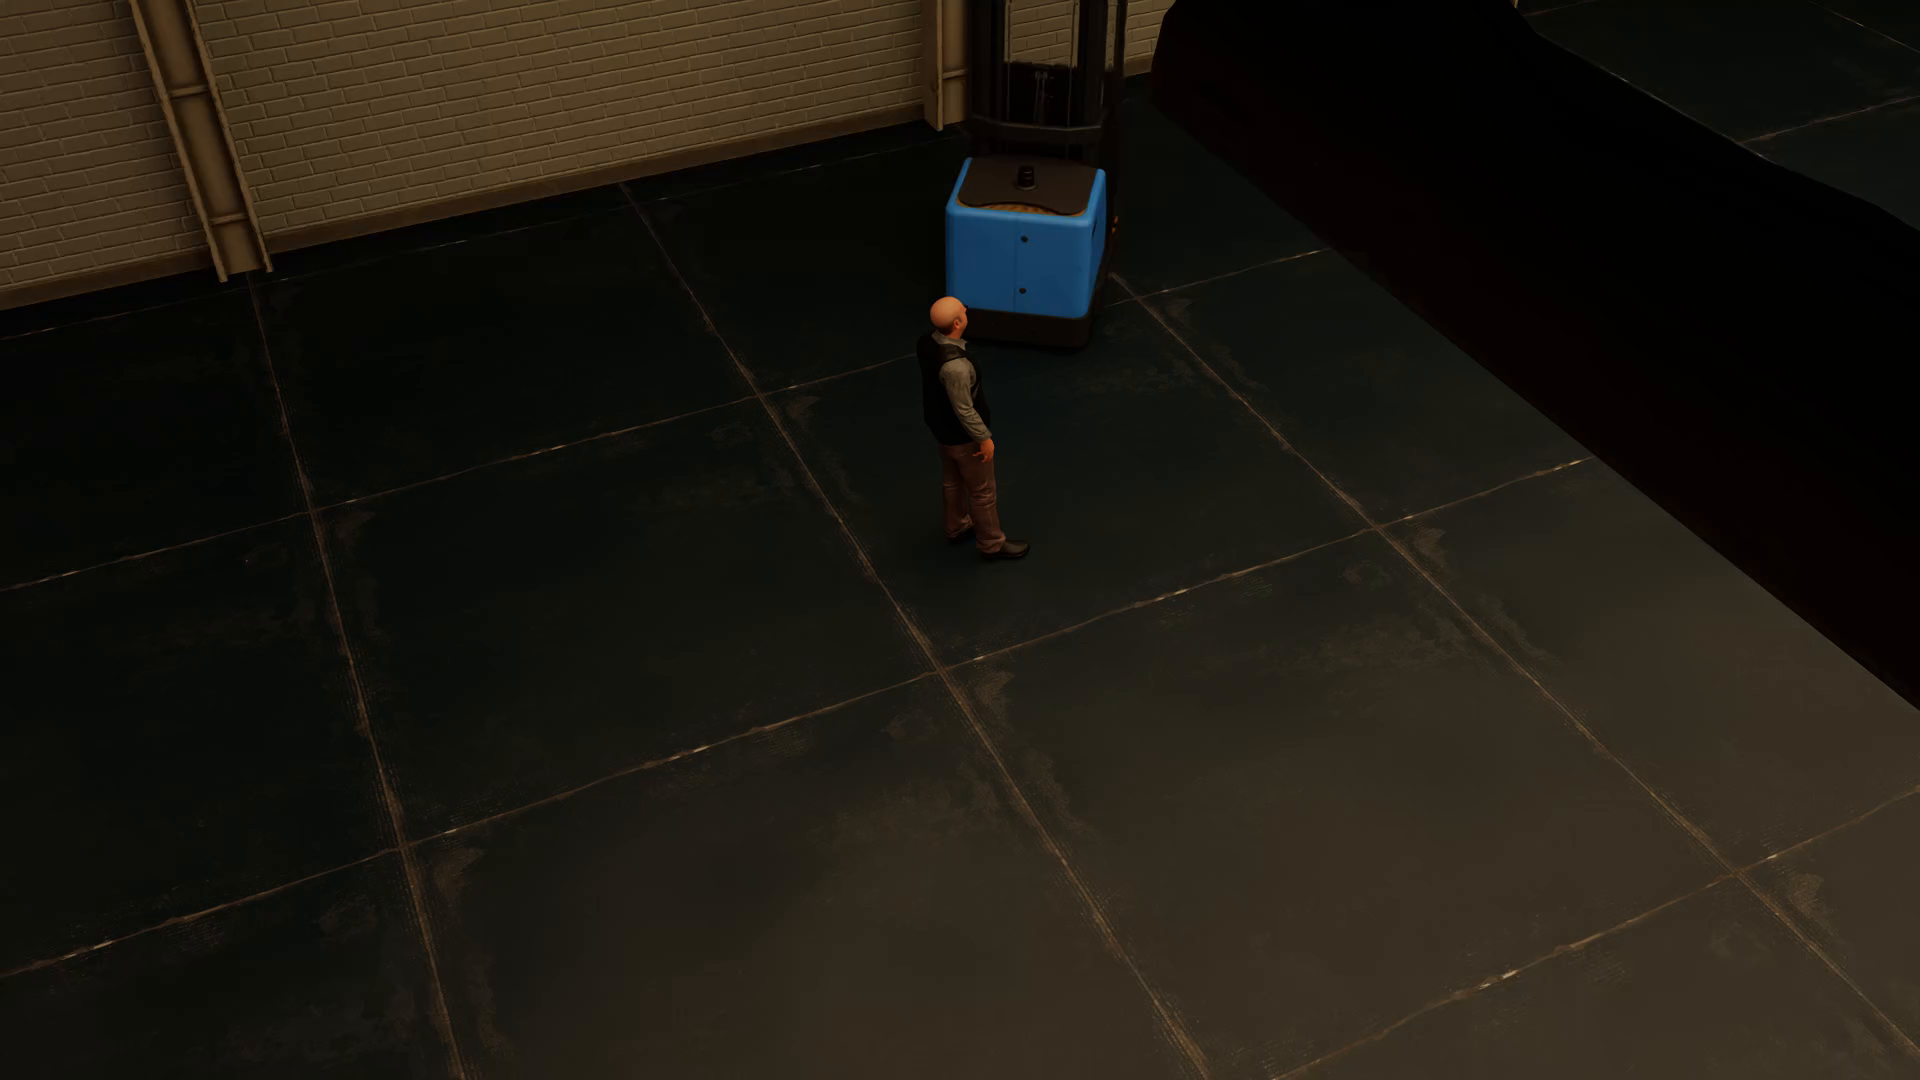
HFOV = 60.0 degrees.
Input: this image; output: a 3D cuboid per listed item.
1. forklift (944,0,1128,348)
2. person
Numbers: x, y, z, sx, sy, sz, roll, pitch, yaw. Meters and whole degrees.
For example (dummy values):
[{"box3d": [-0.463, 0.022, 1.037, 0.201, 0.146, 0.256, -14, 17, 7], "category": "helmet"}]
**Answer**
[{"box3d": [0.667, -3.440, 12.138, 1.130, 2.935, 3.031, 7, 40, 8], "category": "forklift"}, {"box3d": [0.067, -0.681, 9.765, 0.552, 1.720, 0.632, -17, 43, -19], "category": "person"}]
